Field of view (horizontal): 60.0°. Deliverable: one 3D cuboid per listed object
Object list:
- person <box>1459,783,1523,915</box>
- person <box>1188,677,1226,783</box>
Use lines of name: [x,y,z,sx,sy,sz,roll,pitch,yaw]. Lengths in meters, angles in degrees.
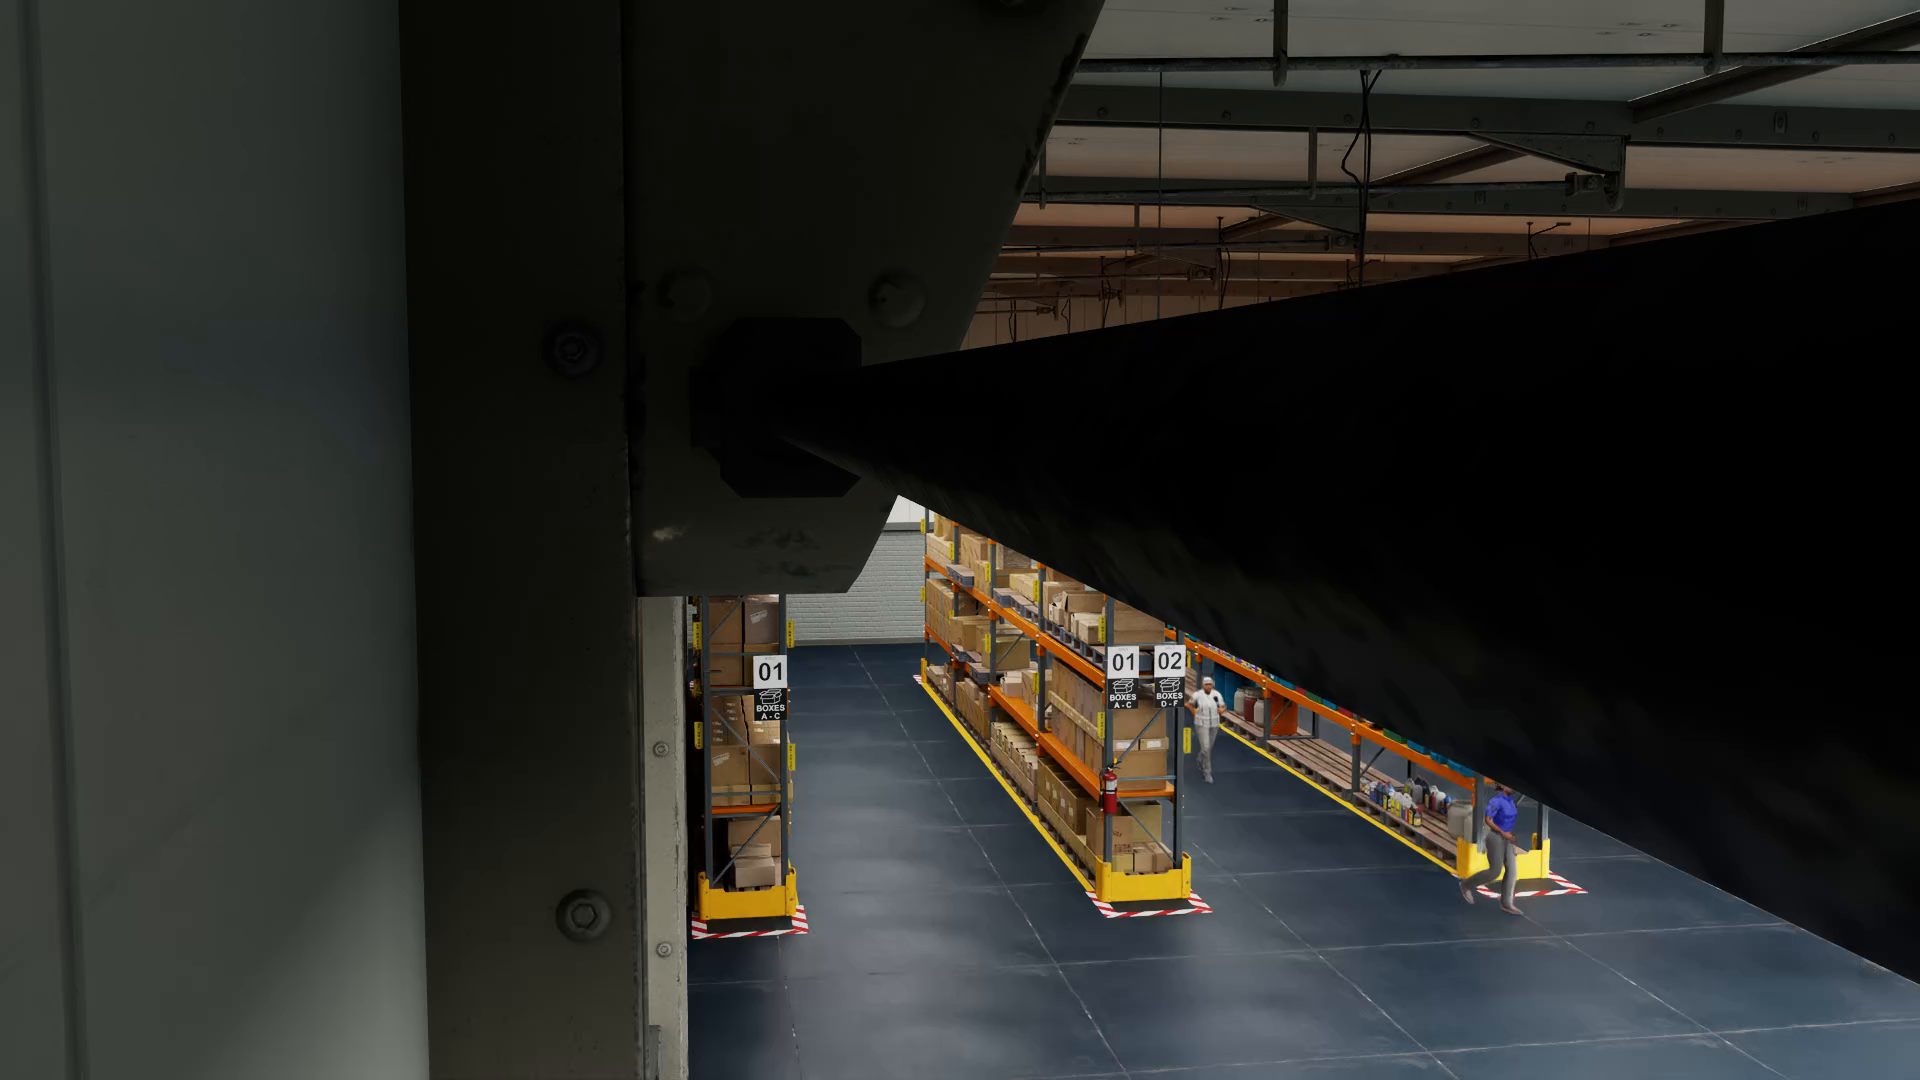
person: [6.649,3.716,20.500,0.785,1.632,0.641,5,7,43]
person: [4.097,3.089,27.475,0.587,1.702,0.867,-1,5,-11]
